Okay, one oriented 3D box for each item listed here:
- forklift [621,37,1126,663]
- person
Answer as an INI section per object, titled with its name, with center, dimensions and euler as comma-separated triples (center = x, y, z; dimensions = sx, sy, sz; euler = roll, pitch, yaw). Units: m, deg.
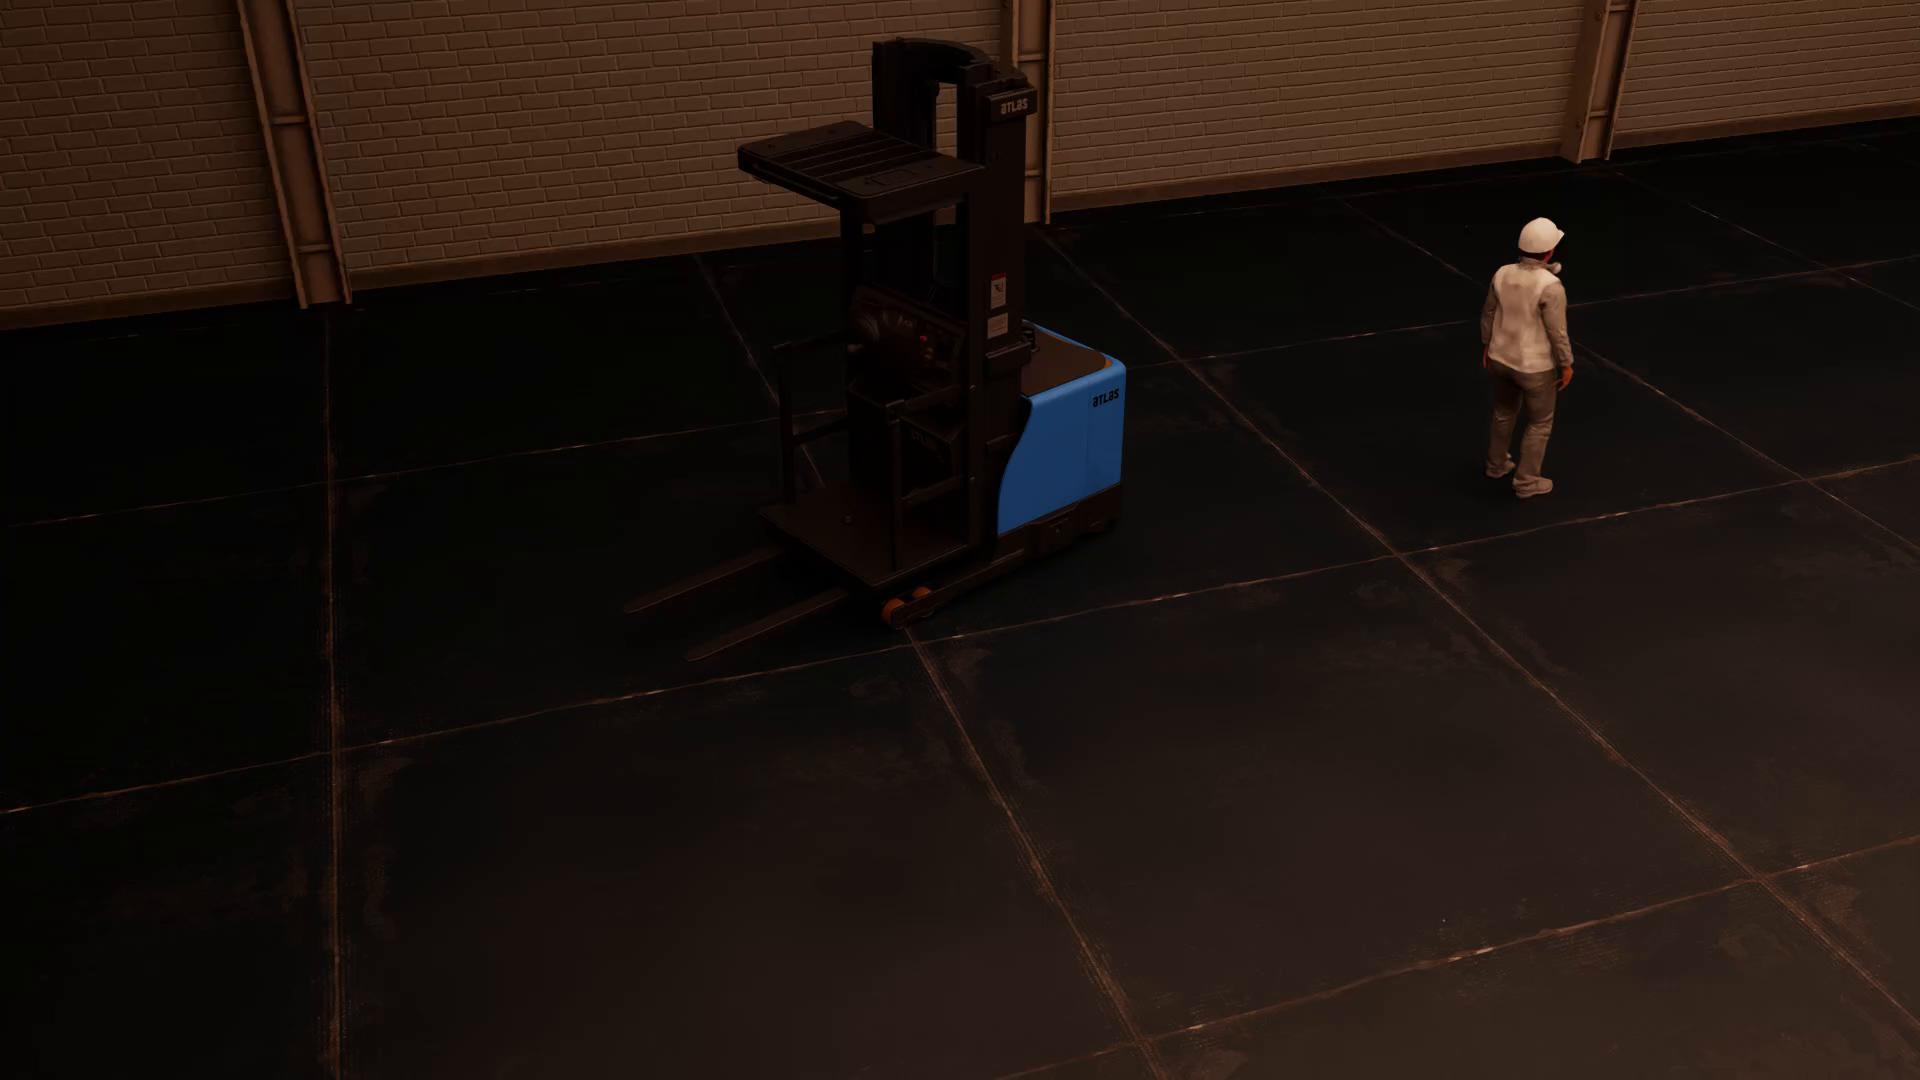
[forklift]
center = -0.461, -1.072, 8.951
dimensions = 3.031, 2.935, 1.130
euler = -23, 37, -34
[person]
center = 3.503, -1.120, 10.218
dimensions = 0.498, 1.794, 0.615
euler = -18, 35, -29
